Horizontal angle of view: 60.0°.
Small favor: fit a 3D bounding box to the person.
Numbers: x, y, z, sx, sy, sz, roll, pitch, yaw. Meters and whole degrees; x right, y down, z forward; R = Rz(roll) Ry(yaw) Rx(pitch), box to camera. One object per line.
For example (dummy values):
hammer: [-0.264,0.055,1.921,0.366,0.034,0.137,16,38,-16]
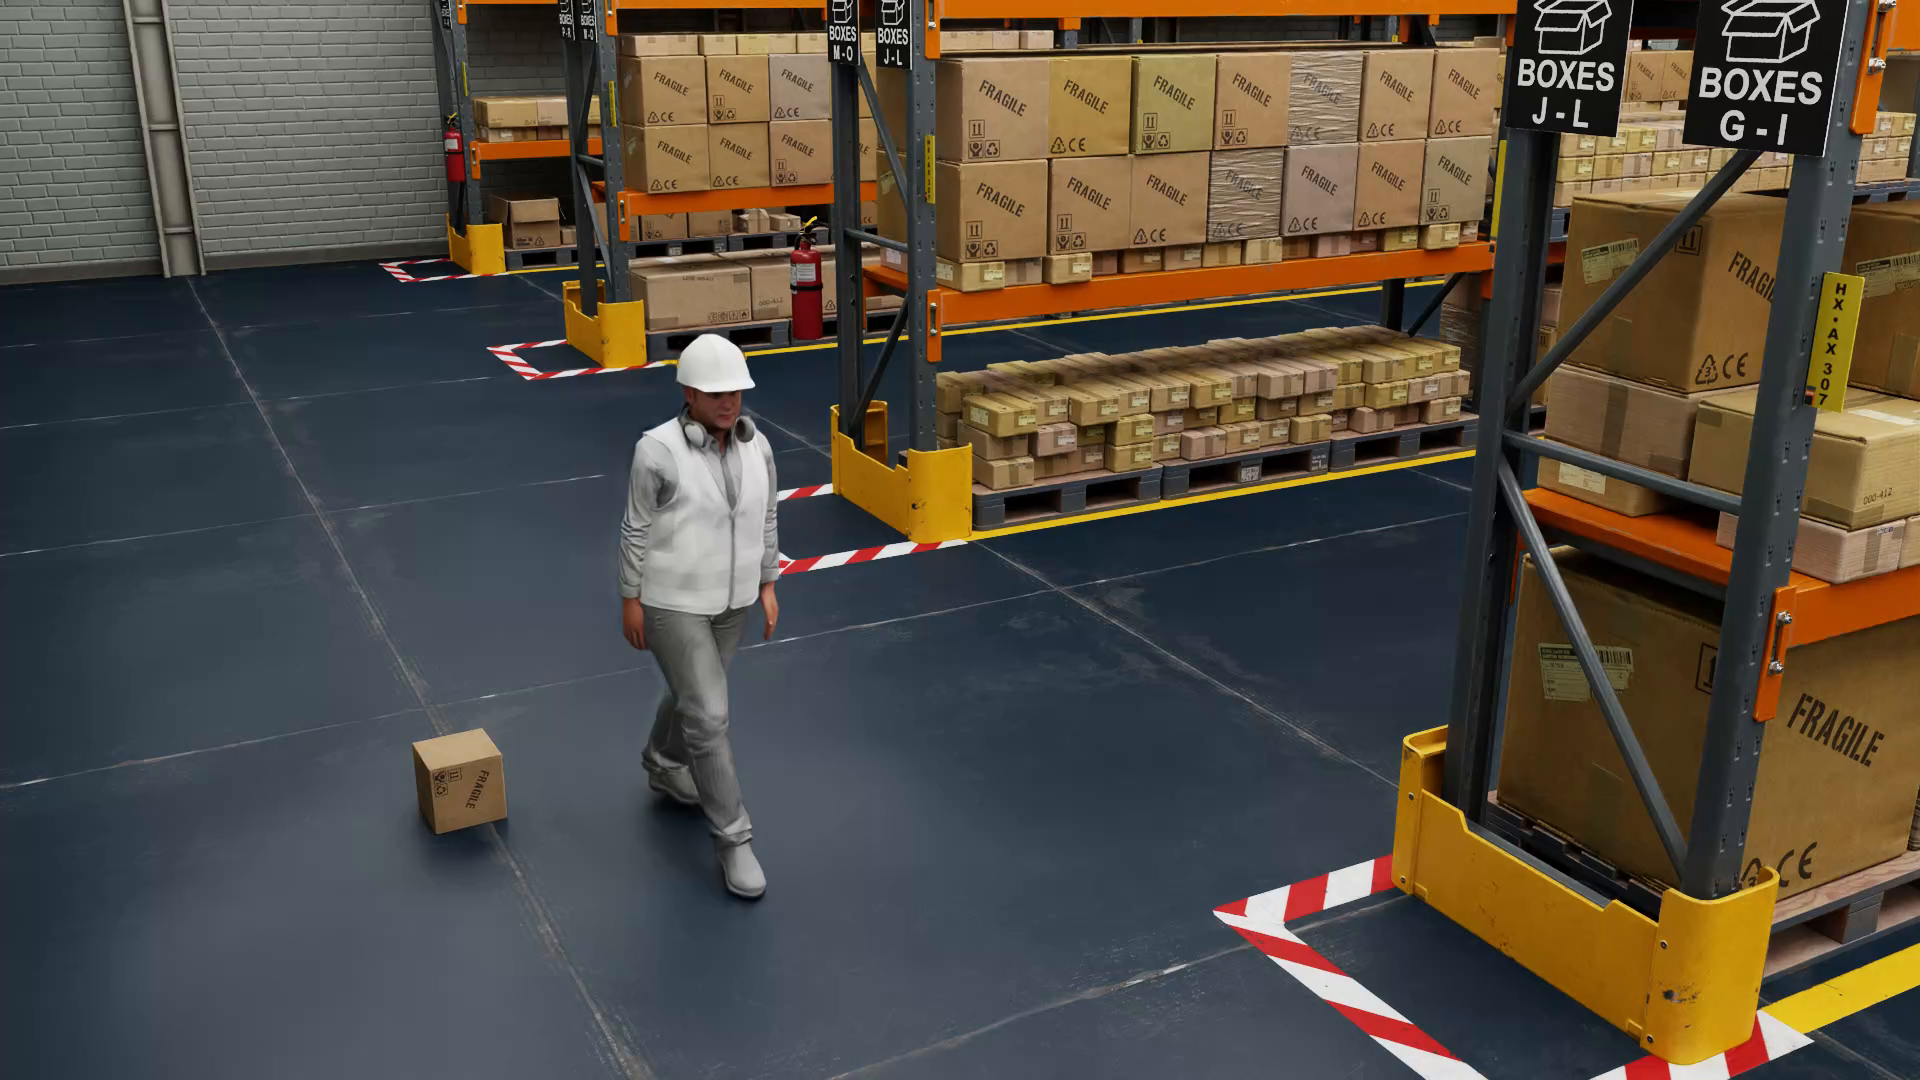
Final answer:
person: [-0.819,0.178,5.495,0.890,1.741,0.553,16,24,40]
